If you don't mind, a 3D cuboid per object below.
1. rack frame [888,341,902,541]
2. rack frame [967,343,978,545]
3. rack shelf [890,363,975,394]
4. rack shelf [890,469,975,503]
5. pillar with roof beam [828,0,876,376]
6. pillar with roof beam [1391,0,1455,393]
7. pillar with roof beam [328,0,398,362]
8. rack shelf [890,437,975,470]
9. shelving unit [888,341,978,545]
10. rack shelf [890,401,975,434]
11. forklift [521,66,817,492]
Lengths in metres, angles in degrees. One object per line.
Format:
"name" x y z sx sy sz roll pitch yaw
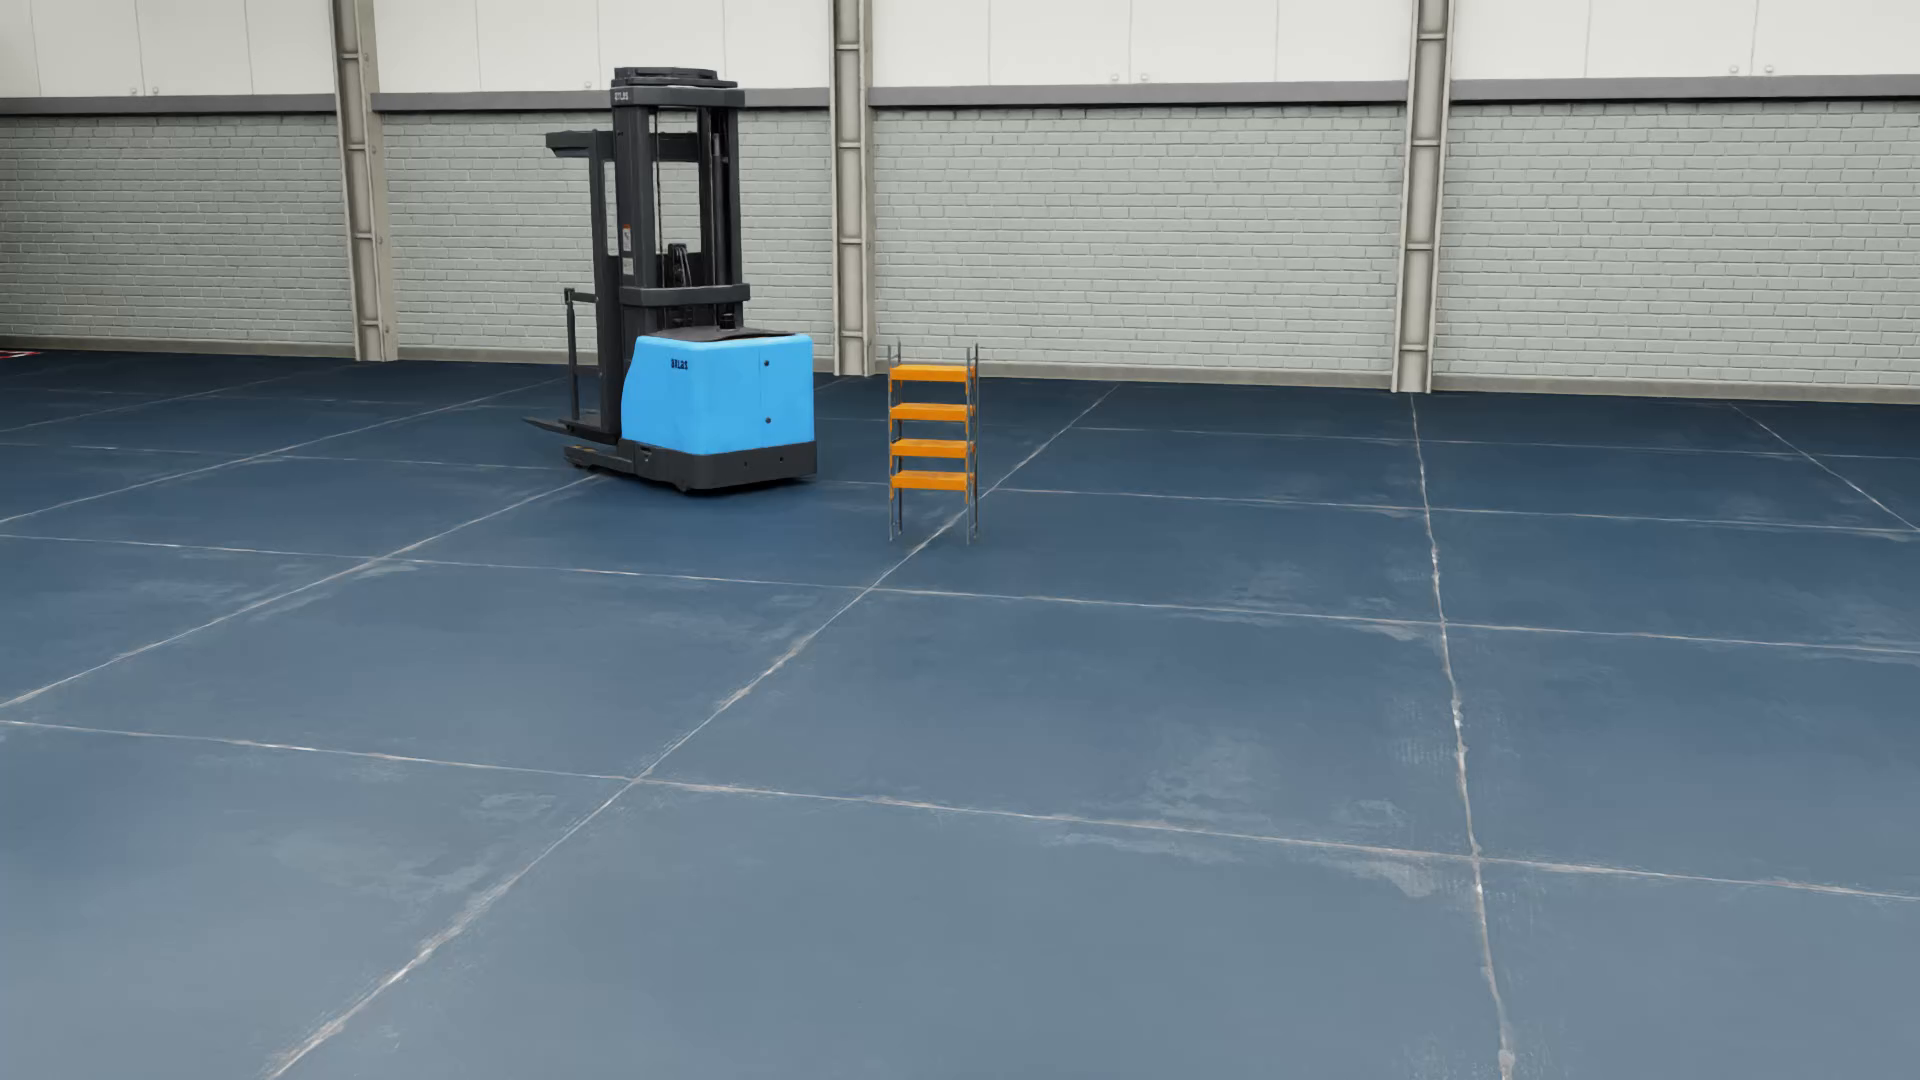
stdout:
"rack frame" -0.398 -0.607 10.200 0.015 1.200 0.240 3 13 14
"rack frame" 0.076 -0.582 10.085 0.015 1.200 0.240 3 13 14
"rack shelf" -0.161 -0.978 10.057 0.480 0.148 0.258 3 13 14
"rack shelf" -0.161 -0.335 10.200 0.480 0.148 0.258 3 13 14
"pillar with roof beam" -2.202 -5.339 13.522 0.400 9.000 9.100 3 13 14
"pillar with roof beam" 3.623 -5.028 12.118 0.400 9.000 9.100 3 13 14
"pillar with roof beam" -8.027 -5.650 14.925 0.400 9.000 9.100 3 13 14
"rack shelf" -0.161 -0.529 10.157 0.480 0.148 0.258 3 13 14
"shelving unit" -0.161 -0.594 10.143 0.503 1.200 0.258 3 13 14
"rack shelf" -0.161 -0.747 10.109 0.480 0.148 0.258 3 13 14
"forklift" -2.387 -2.023 12.586 1.130 2.935 3.031 -11 16 -40
